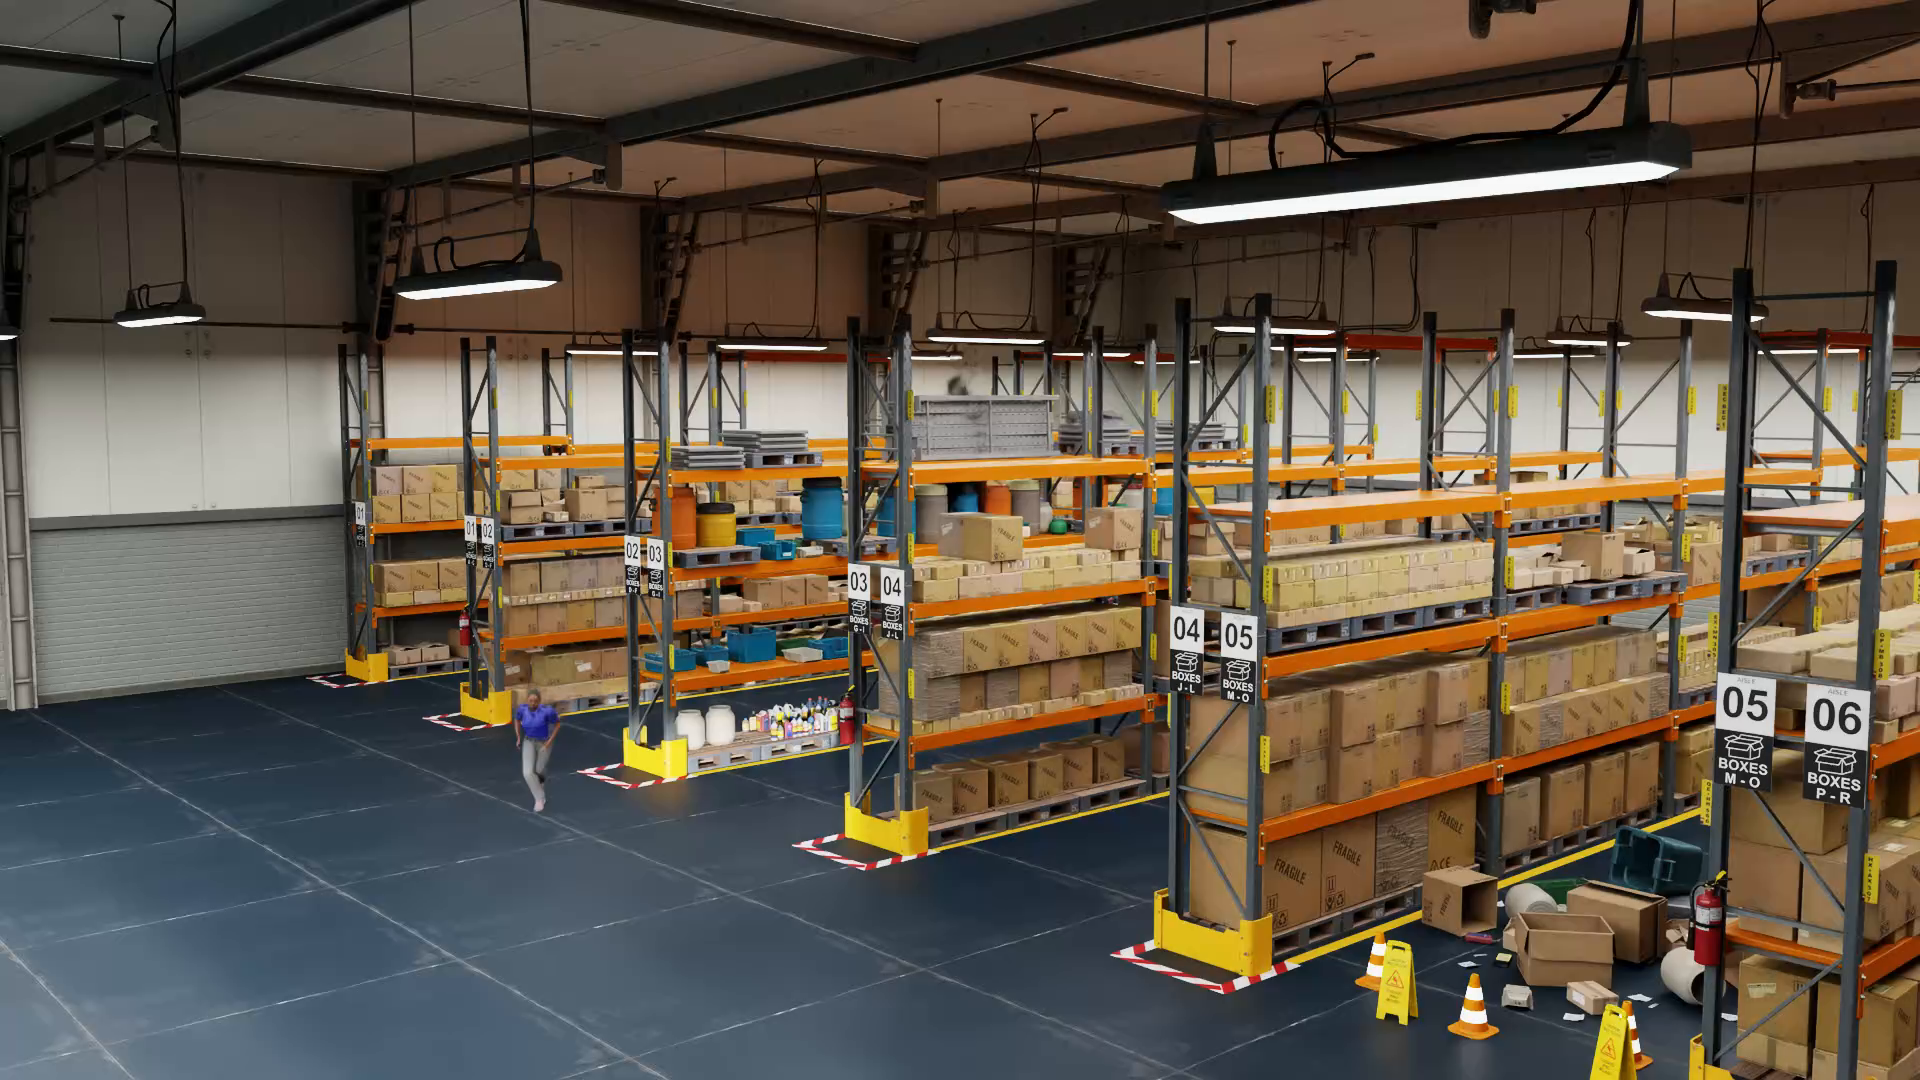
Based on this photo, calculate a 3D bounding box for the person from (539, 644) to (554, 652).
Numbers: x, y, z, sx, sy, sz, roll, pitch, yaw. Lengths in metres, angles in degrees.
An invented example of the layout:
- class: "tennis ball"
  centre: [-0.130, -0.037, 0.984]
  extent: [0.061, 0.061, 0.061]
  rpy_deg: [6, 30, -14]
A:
- class: "person"
  centre: [-7.138, 1.727, 28.629]
  extent: [0.564, 1.737, 0.638]
  rpy_deg: [-4, 7, -39]

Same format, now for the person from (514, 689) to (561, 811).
- class: "person"
  centre: [-5.251, 2.571, 20.800]
  extent: [0.582, 1.571, 0.968]
  rpy_deg: [0, 5, -2]
